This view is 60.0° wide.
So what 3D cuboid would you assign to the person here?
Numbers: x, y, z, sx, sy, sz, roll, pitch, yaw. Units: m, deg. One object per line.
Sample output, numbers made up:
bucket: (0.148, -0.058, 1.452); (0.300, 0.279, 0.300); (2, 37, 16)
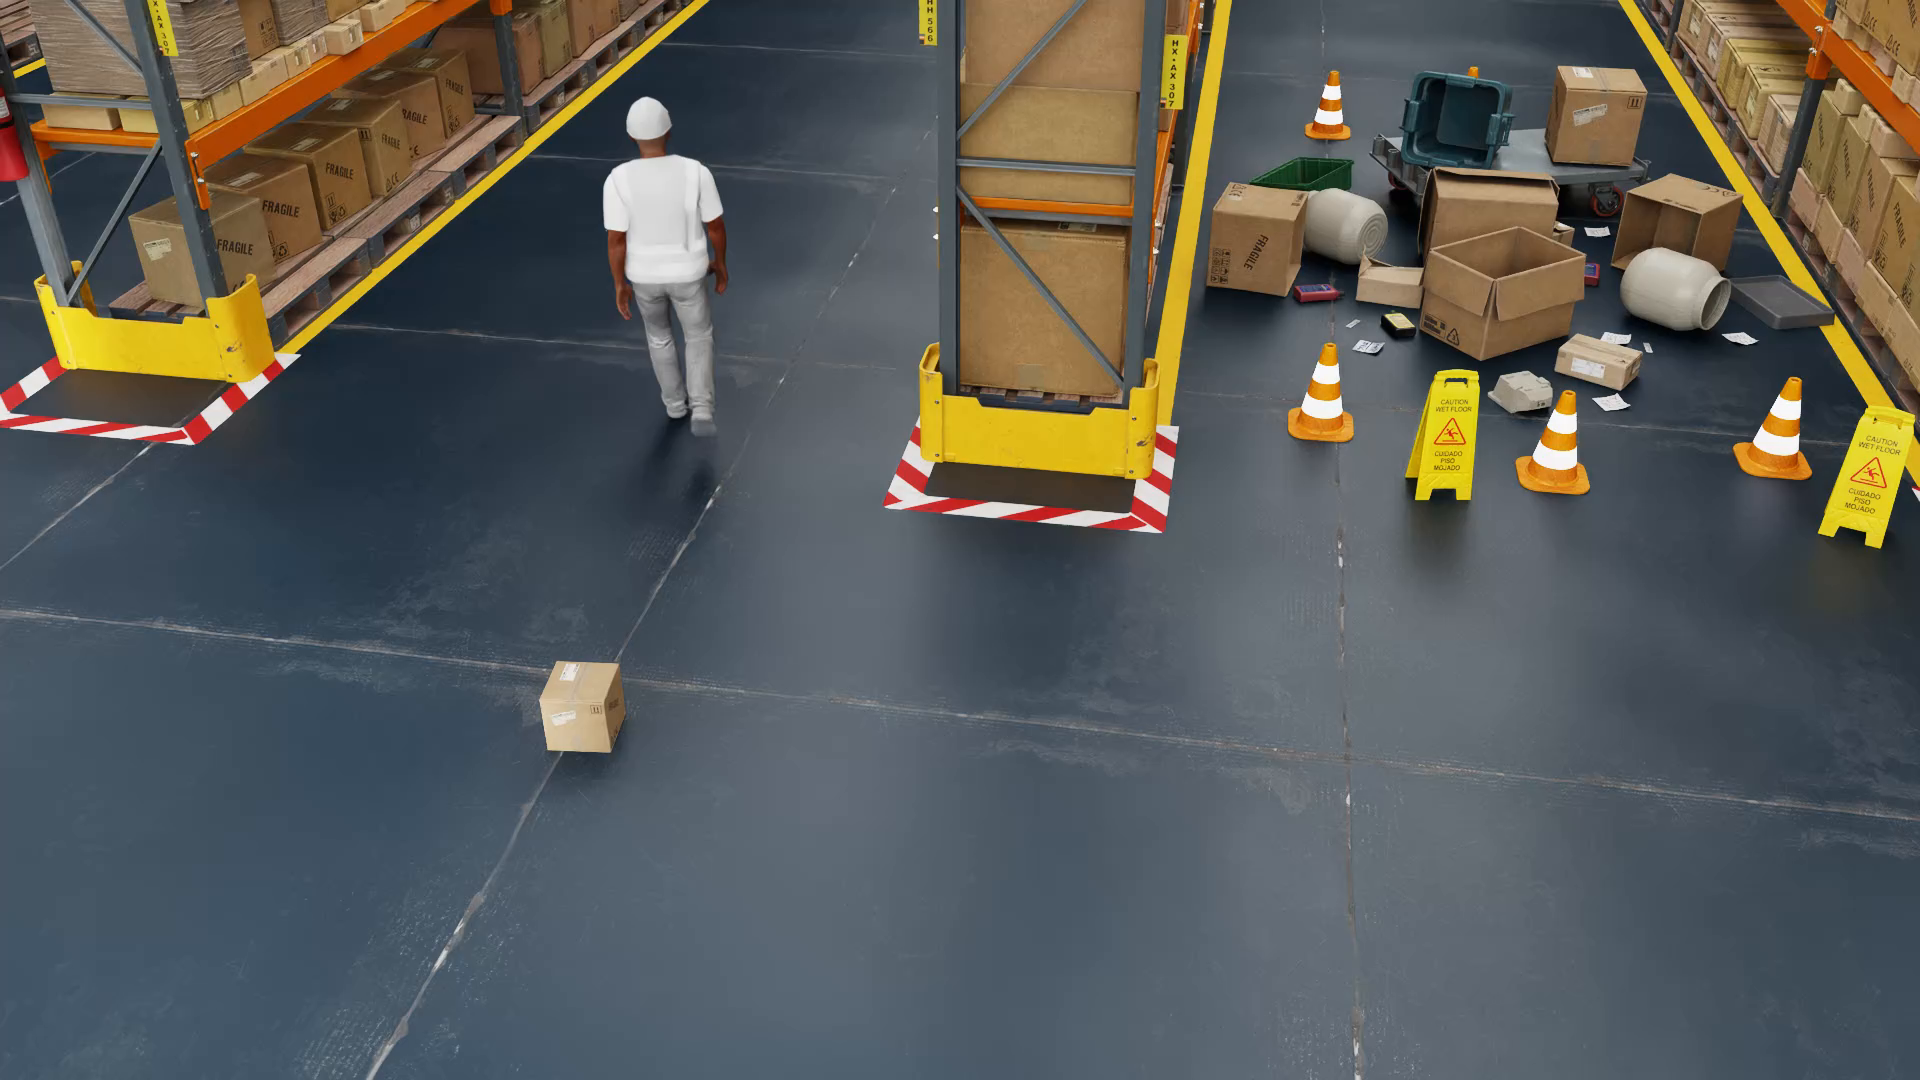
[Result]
person: (-1.426, -1.316, 8.192); (0.575, 1.741, 0.842); (-5, 33, -8)
